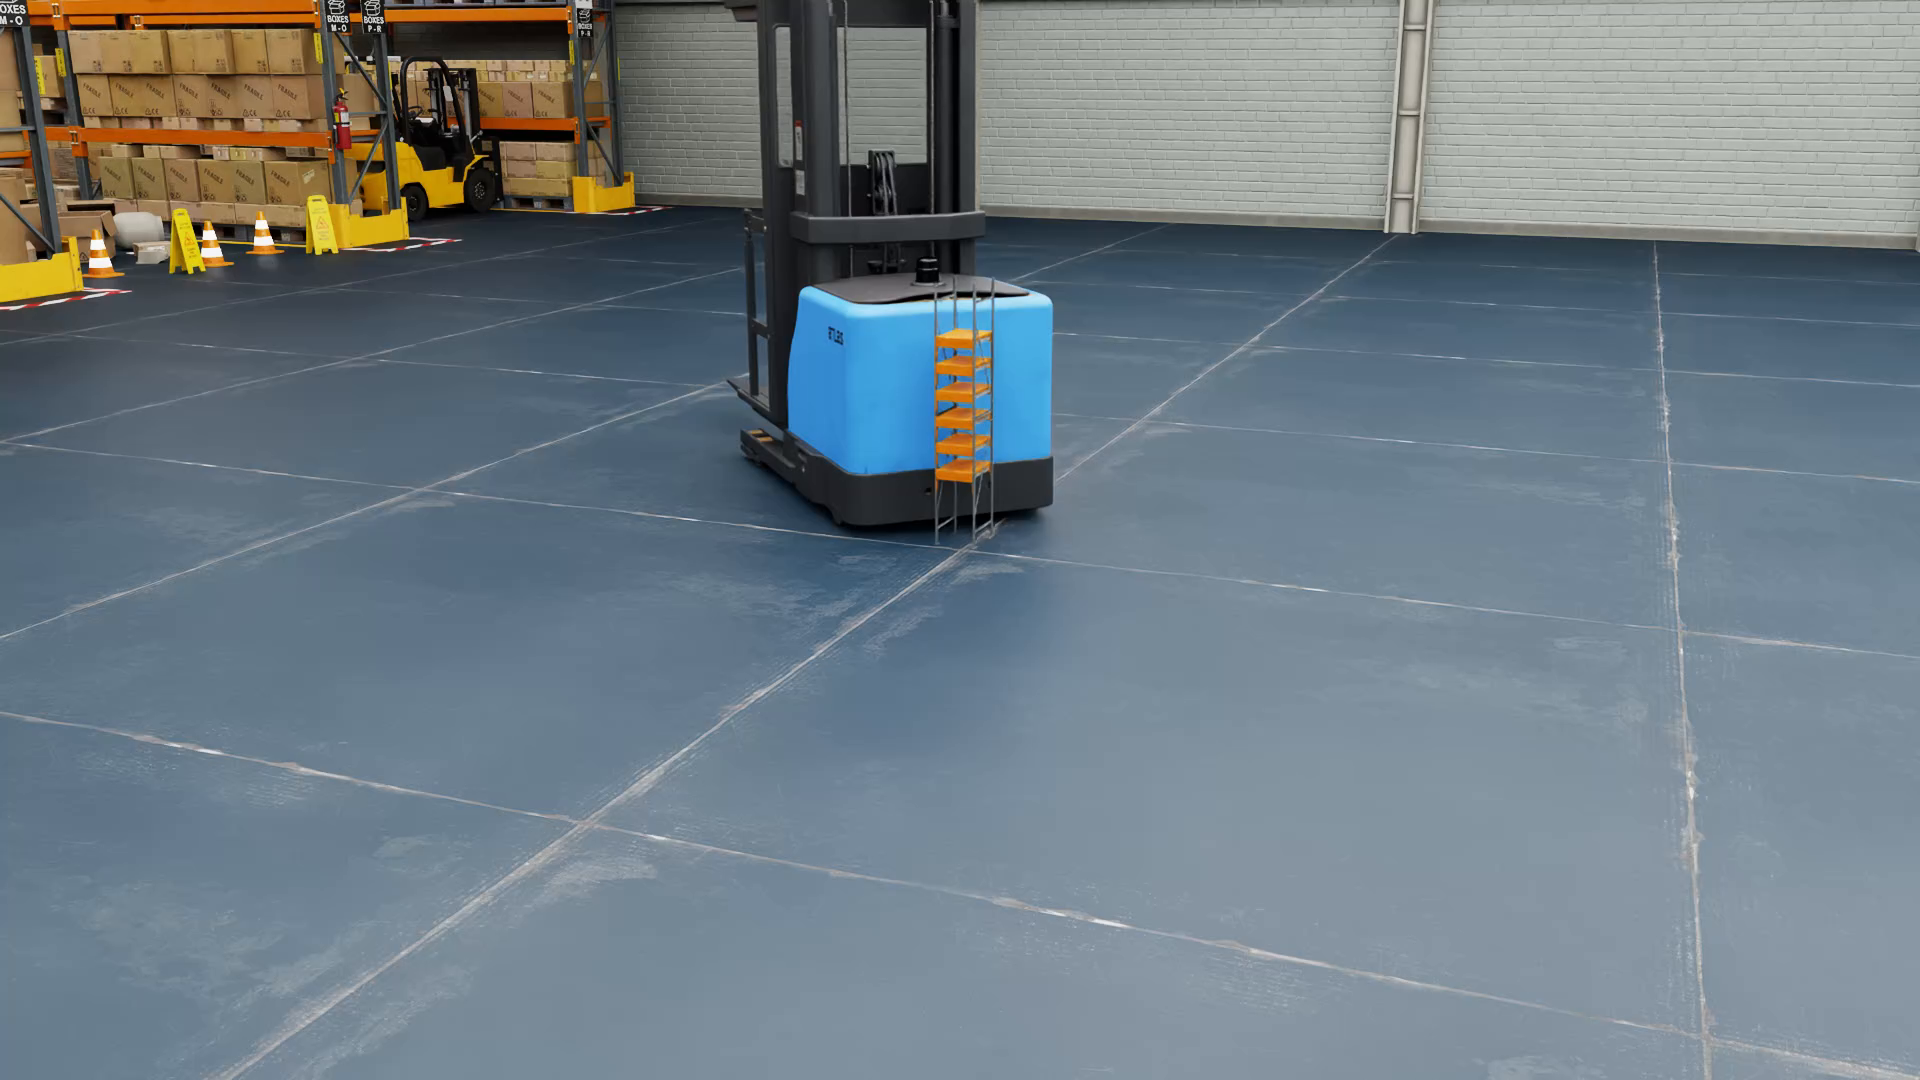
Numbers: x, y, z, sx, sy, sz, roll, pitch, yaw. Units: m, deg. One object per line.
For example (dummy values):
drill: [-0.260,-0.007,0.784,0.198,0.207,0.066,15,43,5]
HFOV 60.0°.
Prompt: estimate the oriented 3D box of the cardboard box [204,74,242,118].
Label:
cardboard box: [-8.574,-5.281,19.772,0.500,0.500,0.500,6,17,20]

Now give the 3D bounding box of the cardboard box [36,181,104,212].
cardboard box: [-11.250,-4.404,21.422,0.625,0.372,0.950,7,17,21]

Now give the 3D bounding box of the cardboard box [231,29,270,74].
cardboard box: [-8.064,-5.722,19.497,0.500,0.500,0.700,6,17,21]

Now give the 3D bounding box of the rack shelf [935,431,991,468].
rack shelf: [0.020,-0.411,7.526,0.180,0.103,0.258,7,17,22]

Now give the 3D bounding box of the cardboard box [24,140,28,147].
cardboard box: [-15.620,-6.692,27.913,0.250,0.149,0.380,5,17,18]

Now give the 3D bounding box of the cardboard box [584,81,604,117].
cardboard box: [-5.581,-6.460,24.367,0.500,0.500,0.500,7,18,22]

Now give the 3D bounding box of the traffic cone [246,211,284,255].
traffic cone: [-7.913,-3.493,18.875,0.334,0.463,0.336,6,17,21]

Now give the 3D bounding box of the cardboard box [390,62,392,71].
cardboard box: [-8.473,-7.093,24.848,0.250,0.149,0.380,7,17,21]

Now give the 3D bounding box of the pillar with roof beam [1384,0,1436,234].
pillar with roof beam: [4.044,-7.131,16.098,0.400,9.000,9.100,6,17,21]

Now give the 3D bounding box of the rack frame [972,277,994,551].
rack frame: [0.105,-0.559,7.447,0.006,1.200,0.240,7,17,22]

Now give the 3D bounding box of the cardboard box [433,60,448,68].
cardboard box: [-7.528,-6.980,24.461,0.250,0.149,0.380,6,17,20]

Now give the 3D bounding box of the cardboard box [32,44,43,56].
cardboard box: [-12.117,-6.339,21.500,0.250,0.149,0.380,7,18,24]

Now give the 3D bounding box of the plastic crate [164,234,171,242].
plastic crate: [-9.602,-3.635,20.053,0.583,0.080,0.402,0,16,1]

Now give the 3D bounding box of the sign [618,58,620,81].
sign: [-5.013,-6.887,24.320,0.005,0.325,0.100,6,17,21]

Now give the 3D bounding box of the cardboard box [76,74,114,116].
cardboard box: [-10.454,-5.484,20.472,0.500,0.500,0.500,6,17,20]

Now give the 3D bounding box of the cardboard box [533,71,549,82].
cardboard box: [-5.896,-6.630,23.789,0.250,0.149,0.380,7,17,22]

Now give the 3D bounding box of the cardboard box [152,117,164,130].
cardboard box: [-9.597,-5.090,20.276,0.250,0.149,0.380,6,17,20]

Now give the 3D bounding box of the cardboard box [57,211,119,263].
cardboard box: [-9.603,-3.326,18.227,0.637,0.503,0.797,-5,17,-18]

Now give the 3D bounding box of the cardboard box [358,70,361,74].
cardboard box: [-9.192,-7.150,25.578,0.250,0.149,0.380,6,17,19]

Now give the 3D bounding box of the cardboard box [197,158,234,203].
cardboard box: [-8.835,-4.363,20.157,0.500,0.500,0.500,6,17,19]

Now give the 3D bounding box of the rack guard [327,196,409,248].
rack guard: [-7.111,-3.809,19.897,0.348,0.500,1.175,6,17,21]

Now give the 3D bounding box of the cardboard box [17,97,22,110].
cardboard box: [-11.833,-5.522,21.010,0.250,0.149,0.380,6,17,20]

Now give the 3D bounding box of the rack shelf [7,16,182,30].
rack shelf: [-14.525,-8.407,27.164,4.000,0.370,1.077,6,17,21]

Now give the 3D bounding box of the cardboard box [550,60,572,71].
cardboard box: [-5.633,-6.774,23.750,0.250,0.149,0.380,6,17,21]

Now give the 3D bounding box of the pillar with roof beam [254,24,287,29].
pillar with roof beam: [-12.700,-8.973,22.440,0.400,9.000,9.100,6,17,21]

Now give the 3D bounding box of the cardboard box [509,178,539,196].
cardboard box: [-6.235,-5.190,24.350,0.500,0.250,0.500,6,17,21]

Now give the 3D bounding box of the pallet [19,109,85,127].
pallet: [-11.419,-5.435,21.358,1.213,0.211,1.003,6,17,21]

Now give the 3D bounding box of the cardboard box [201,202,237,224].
cardboard box: [-8.859,-4.003,20.260,0.500,0.250,0.500,6,17,19]

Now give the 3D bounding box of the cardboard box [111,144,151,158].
cardboard box: [-10.217,-4.805,20.515,0.250,0.149,0.380,7,17,21]

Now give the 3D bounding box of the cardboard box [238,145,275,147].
cardboard box: [-10.852,-5.968,26.357,0.625,0.625,0.875,6,17,18]

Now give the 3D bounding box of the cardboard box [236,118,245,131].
cardboard box: [-8.411,-4.974,19.877,0.250,0.149,0.380,7,17,21]

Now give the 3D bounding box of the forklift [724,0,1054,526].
forklift: [-0.570,-1.799,8.770,1.129,2.843,3.031,-6,17,-21]

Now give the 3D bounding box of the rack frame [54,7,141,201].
rack frame: [-10.761,-5.411,20.932,0.127,3.000,1.000,6,17,21]

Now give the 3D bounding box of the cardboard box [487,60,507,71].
cardboard box: [-6.614,-6.853,24.024,0.250,0.149,0.380,7,18,22]

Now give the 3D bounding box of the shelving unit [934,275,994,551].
shelving unit: [0.020,-0.569,7.480,0.189,1.200,0.258,7,17,22]

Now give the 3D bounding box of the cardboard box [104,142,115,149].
cardboard box: [-13.711,-6.464,27.125,0.250,0.149,0.380,6,17,19]

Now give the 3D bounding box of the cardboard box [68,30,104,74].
cardboard box: [-10.431,-5.981,20.388,0.500,0.500,0.700,6,17,20]

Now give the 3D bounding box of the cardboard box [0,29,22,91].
cardboard box: [-9.093,-4.346,15.058,0.550,0.550,0.875,6,17,21]

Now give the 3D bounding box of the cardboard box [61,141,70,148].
cardboard box: [-14.650,-6.587,27.549,0.250,0.149,0.380,6,17,21]

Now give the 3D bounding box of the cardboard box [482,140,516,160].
cardboard box: [-6.715,-5.717,24.371,0.500,0.250,0.500,7,17,21]

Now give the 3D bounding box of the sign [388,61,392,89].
sign: [-6.841,-5.558,19.886,0.005,0.325,0.100,6,17,21]

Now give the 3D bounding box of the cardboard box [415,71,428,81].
cardboard box: [-7.804,-6.840,24.512,0.250,0.149,0.380,6,17,20]

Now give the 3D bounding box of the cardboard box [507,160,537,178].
cardboard box: [-6.252,-5.433,24.292,0.500,0.250,0.500,6,17,20]

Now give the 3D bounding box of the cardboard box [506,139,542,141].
cardboard box: [-6.527,-5.853,24.840,0.500,0.250,0.500,6,17,20]

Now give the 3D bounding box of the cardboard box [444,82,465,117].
cardboard box: [-7.204,-6.476,24.421,0.500,0.500,0.500,6,17,21]

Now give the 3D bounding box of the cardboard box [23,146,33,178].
cardboard box: [-15.519,-6.358,27.926,0.500,0.500,0.500,6,17,20]

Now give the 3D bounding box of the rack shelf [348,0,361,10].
rack shelf: [-8.901,-6.395,19.882,3.809,0.124,0.919,6,17,21]
